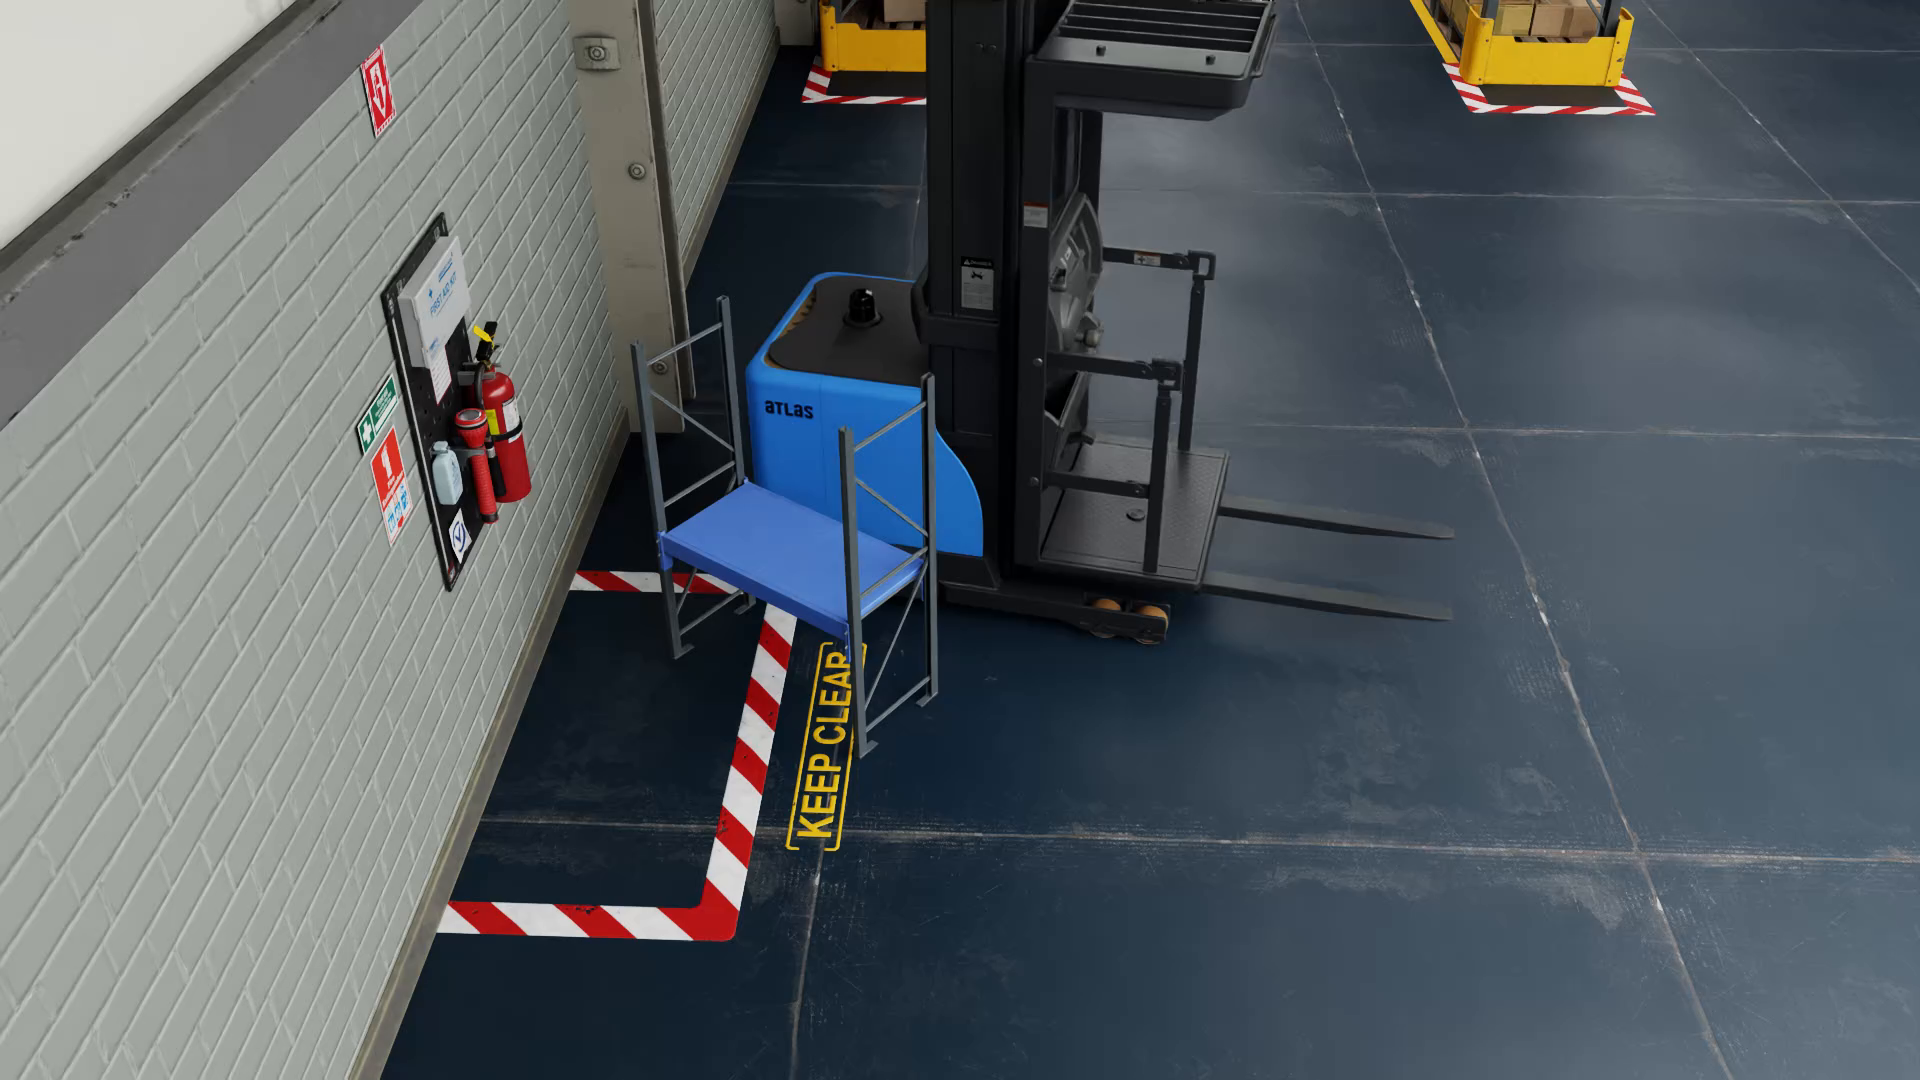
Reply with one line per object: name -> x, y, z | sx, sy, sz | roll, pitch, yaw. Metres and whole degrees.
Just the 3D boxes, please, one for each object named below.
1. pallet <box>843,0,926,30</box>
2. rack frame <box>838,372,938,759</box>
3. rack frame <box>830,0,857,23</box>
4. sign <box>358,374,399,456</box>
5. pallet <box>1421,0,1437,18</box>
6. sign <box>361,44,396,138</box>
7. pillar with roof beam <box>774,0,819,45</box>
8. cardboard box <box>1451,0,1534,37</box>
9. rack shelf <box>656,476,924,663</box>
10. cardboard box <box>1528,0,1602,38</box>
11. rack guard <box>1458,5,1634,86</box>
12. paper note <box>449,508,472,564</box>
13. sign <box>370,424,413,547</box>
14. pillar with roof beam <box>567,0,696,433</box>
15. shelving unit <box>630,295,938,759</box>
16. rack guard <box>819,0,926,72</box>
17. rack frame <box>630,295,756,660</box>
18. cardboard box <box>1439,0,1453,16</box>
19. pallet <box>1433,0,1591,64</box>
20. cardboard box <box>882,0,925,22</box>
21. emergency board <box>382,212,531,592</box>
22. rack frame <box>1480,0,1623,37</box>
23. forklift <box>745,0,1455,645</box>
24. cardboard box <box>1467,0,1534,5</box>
pallet -> -0.420, -4.289, 13.669 | 1.003, 0.211, 1.213 | 1, 35, 2
rack frame -> -0.254, 0.128, 6.264 | 0.032, 1.500, 0.500 | 23, 41, 30
rack frame -> -0.491, -4.920, 12.142 | 1.000, 3.000, 0.127 | 1, 35, 2
sign -> -1.821, -0.395, 5.211 | 0.001, 0.109, 0.331 | 1, 35, 2
pallet -> 4.500, -4.807, 14.405 | 1.003, 0.211, 1.213 | 1, 35, 2
sign -> -1.805, -1.422, 5.149 | 0.001, 0.298, 0.199 | 1, 35, 2
pillar with roof beam -> 2.975, -7.697, 10.876 | 9.100, 9.000, 0.400 | 1, 35, 2
cardboard box -> 4.186, -4.170, 13.100 | 0.500, 0.250, 0.500 | 1, 35, 2
rack shelf -> -0.659, 0.099, 6.618 | 1.000, 0.185, 0.538 | 23, 41, 30
cardboard box -> 4.703, -4.158, 13.083 | 0.500, 0.250, 0.500 | 1, 35, 2
rack guard -> 4.458, -3.771, 12.682 | 1.175, 0.500, 0.348 | 1, 35, 2
paper note -> -1.781, -0.016, 5.930 | 0.016, 0.148, 0.142 | 1, 35, 2
sign -> -1.830, -0.176, 5.360 | 0.001, 0.329, 0.234 | 1, 35, 2
pillar with roof beam -> 2.734, -4.250, 5.971 | 9.100, 9.000, 0.400 | 1, 35, 2
shelving unit -> -0.659, -0.049, 6.515 | 1.048, 1.500, 0.538 | 23, 41, 30
rack guard -> -0.488, -3.941, 12.923 | 1.175, 0.500, 0.348 | 1, 35, 2
rack frame -> -1.065, -0.225, 6.766 | 0.032, 1.500, 0.500 | 23, 41, 30
cardboard box -> 4.194, -4.457, 13.510 | 0.500, 0.250, 0.500 | 1, 35, 2
pallet -> 4.448, -4.107, 13.411 | 1.003, 0.211, 1.213 | 1, 35, 2
cardboard box -> -0.373, -4.396, 13.351 | 0.500, 0.311, 0.500 | -2, 35, -3
emergency board -> -1.705, -0.476, 5.819 | 0.194, 1.169, 0.643 | 1, 35, 2
rack frame -> 4.459, -4.808, 11.982 | 1.000, 3.000, 0.127 | 1, 35, 2
forklift -> 0.660, -1.091, 6.753 | 3.031, 2.935, 1.130 | 8, 36, 12
cardboard box -> 4.183, -4.477, 12.885 | 0.500, 0.500, 0.500 | 1, 35, 2
